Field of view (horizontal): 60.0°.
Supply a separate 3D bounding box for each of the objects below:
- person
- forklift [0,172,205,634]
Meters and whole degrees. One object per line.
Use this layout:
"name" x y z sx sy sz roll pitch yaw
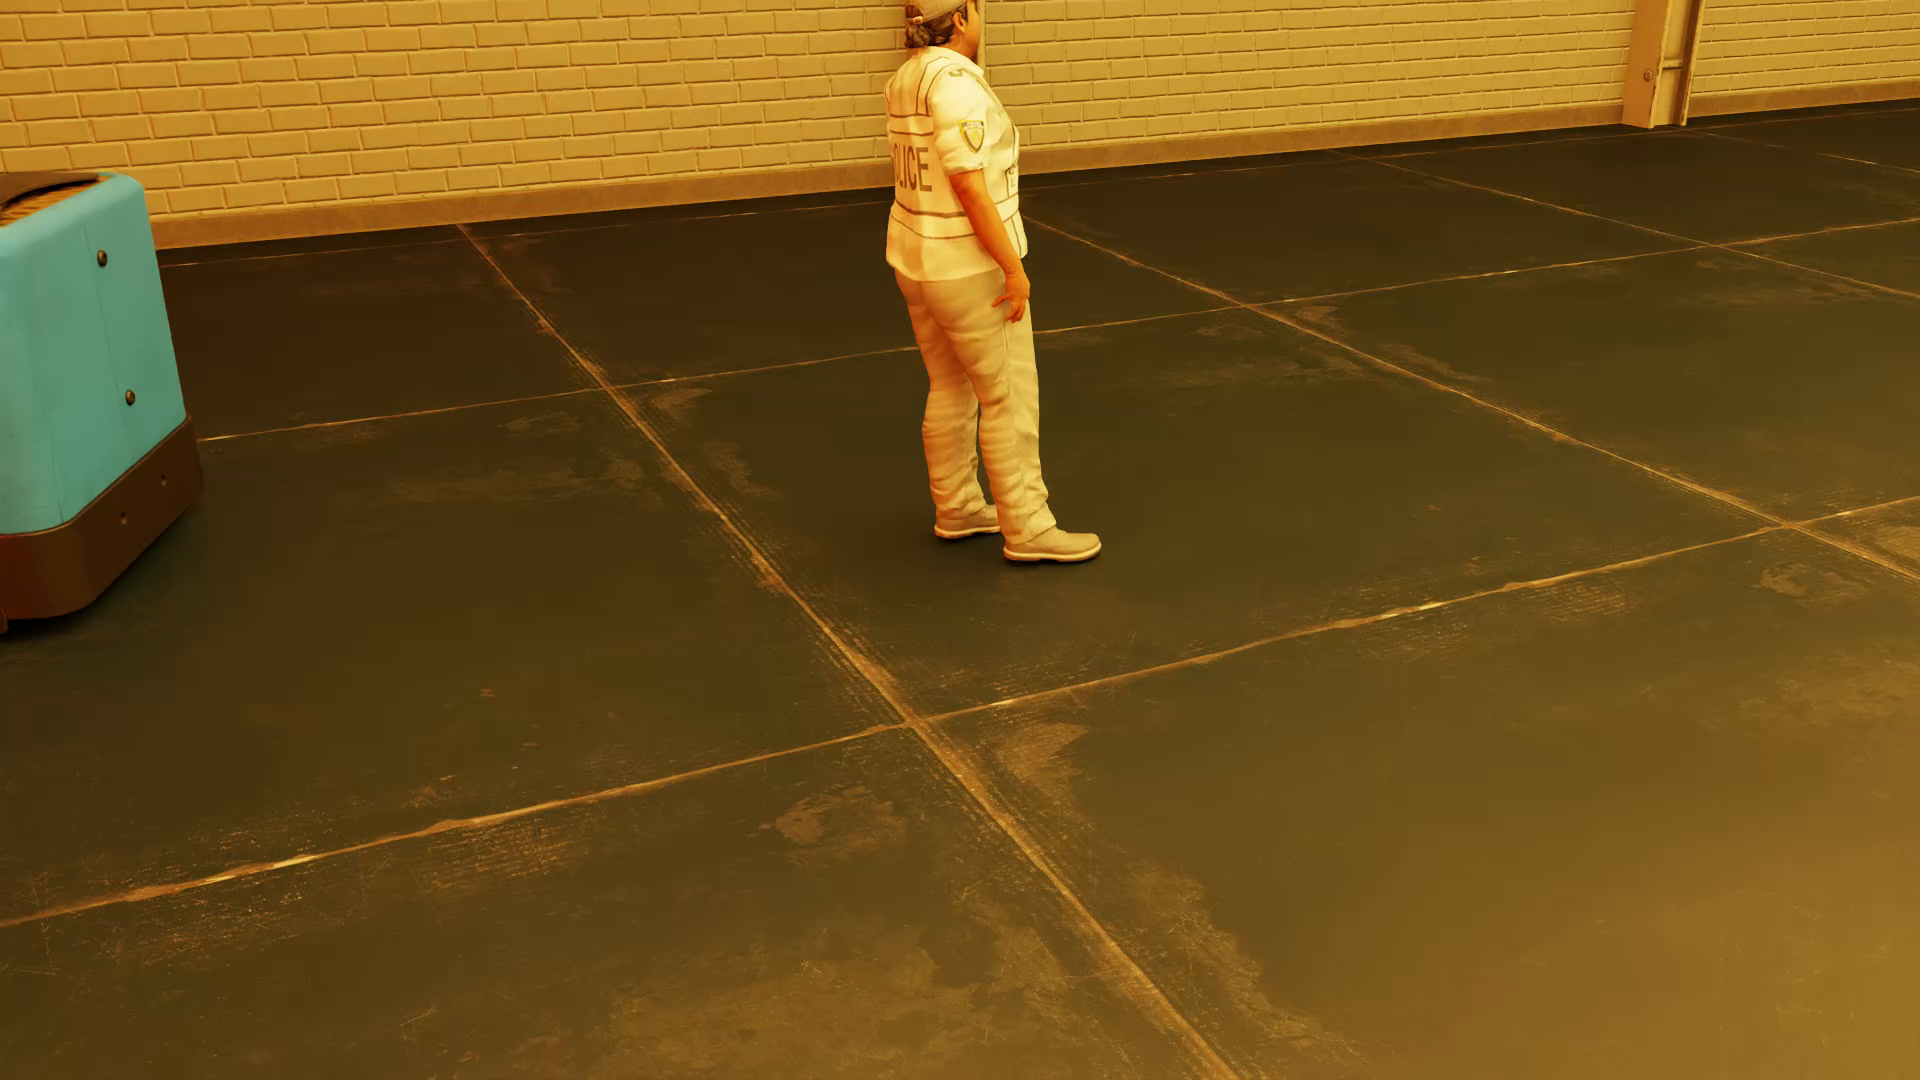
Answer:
"person" 0.079 -0.781 4.795 0.529 1.670 0.599 -10 25 -23
"forklift" -3.893 -1.243 4.279 3.031 2.935 1.130 -1 23 -3
